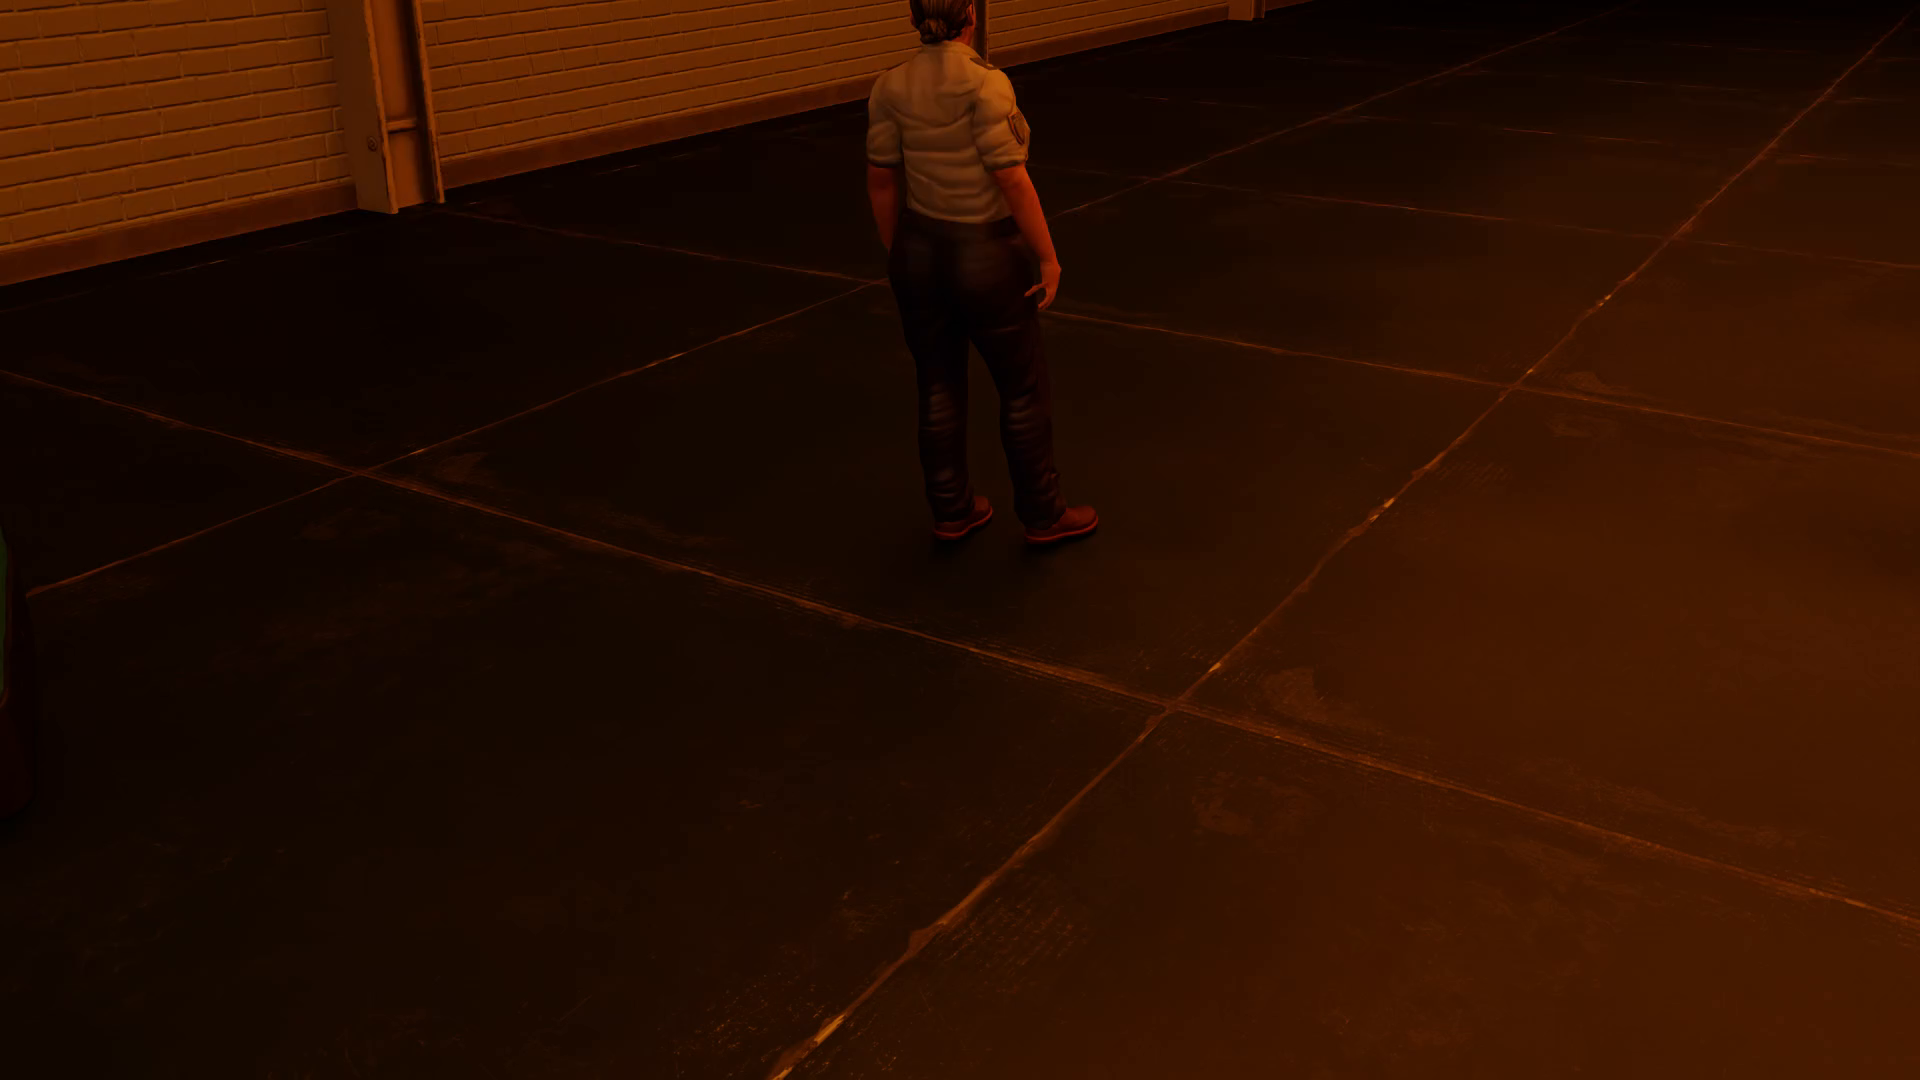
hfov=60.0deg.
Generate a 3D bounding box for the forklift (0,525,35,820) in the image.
[{"bbox_3d":[-3.537,-0.612,2.747,3.031,2.935,1.130,-11,26,-25],"label":"forklift"}]

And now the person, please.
[{"bbox_3d":[0.067,-0.790,4.770,0.598,1.651,0.503,14,27,30],"label":"person"}]
